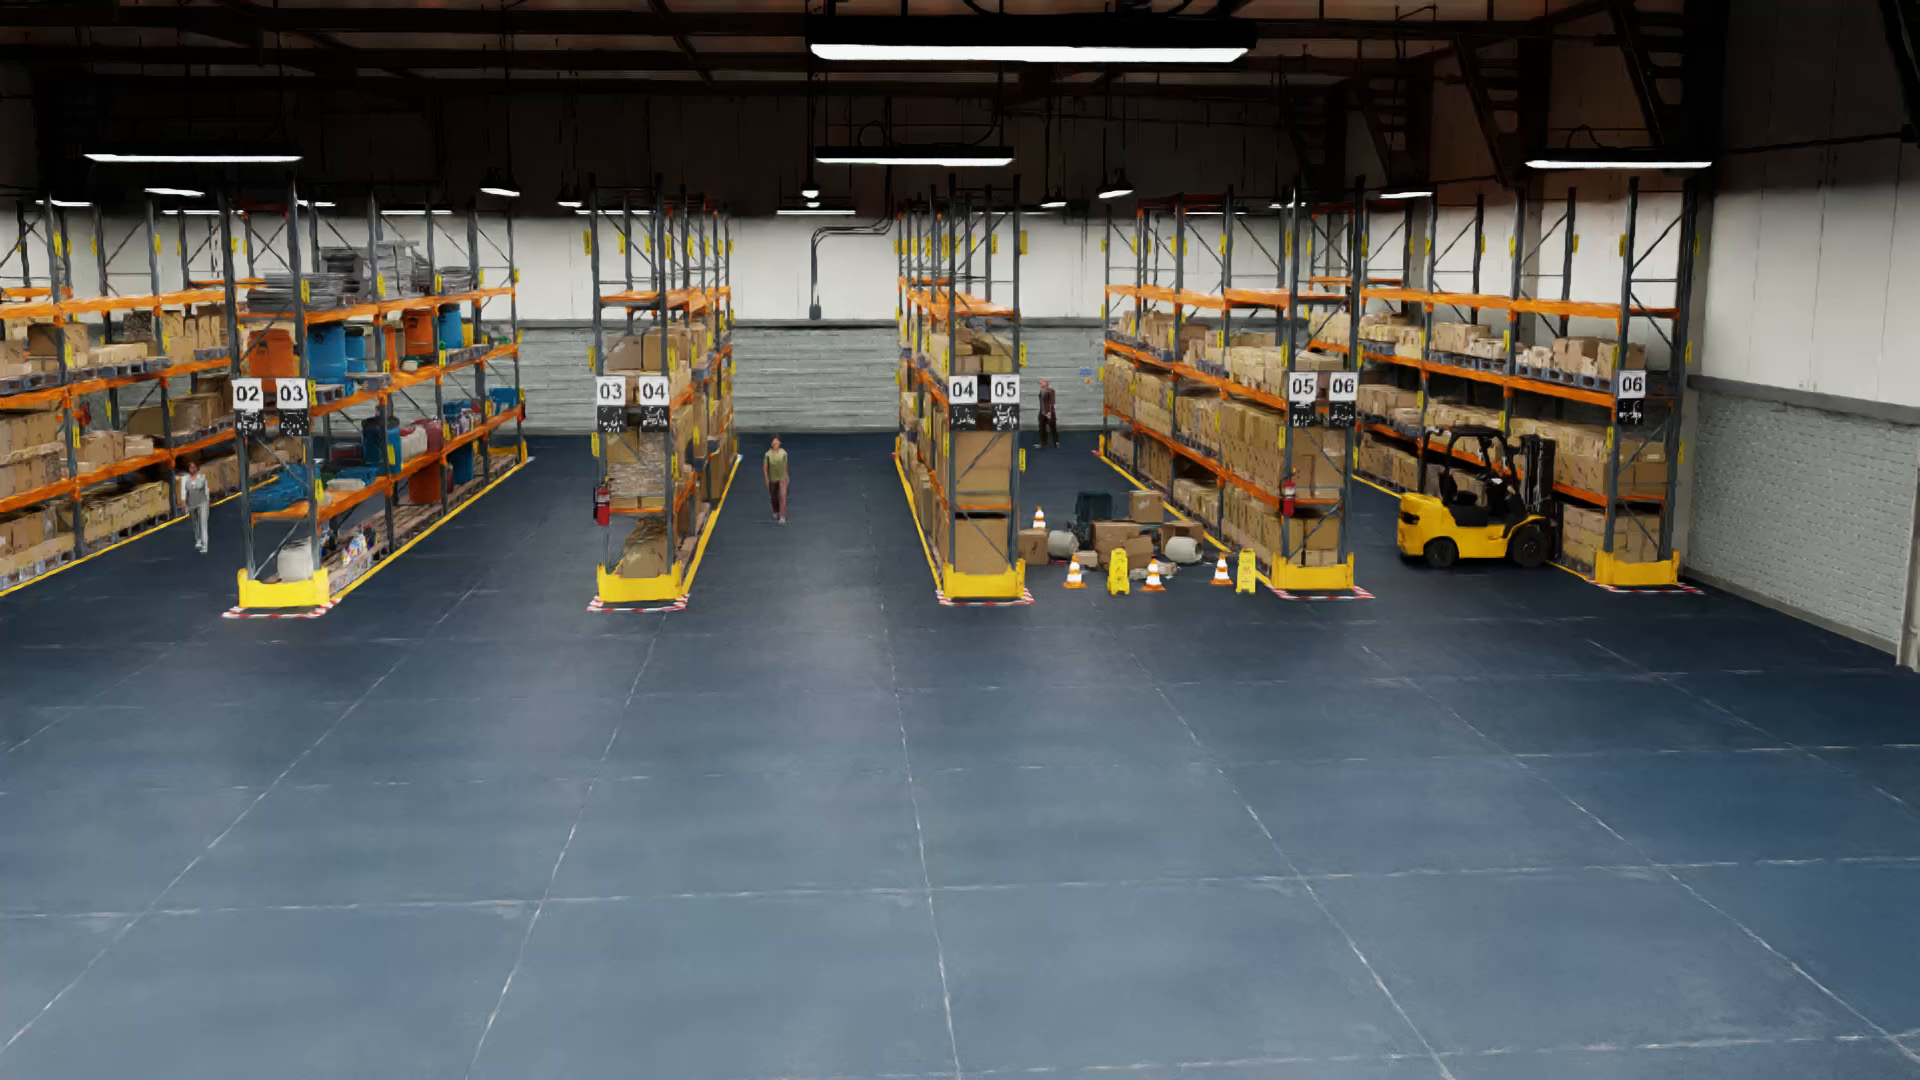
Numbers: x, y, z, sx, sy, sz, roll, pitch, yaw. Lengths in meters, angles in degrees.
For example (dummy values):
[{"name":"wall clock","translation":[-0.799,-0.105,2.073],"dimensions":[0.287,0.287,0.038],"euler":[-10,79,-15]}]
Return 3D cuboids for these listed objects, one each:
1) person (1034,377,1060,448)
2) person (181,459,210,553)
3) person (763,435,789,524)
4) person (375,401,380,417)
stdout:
[{"name":"person","translation":[2.212,-3.194,41.722],"dimensions":[0.676,1.771,0.617],"euler":[-8,13,-39]},{"name":"person","translation":[-12.616,-0.563,27.474],"dimensions":[0.411,1.506,0.956],"euler":[-2,10,-13]},{"name":"person","translation":[-3.370,-1.134,30.451],"dimensions":[0.448,1.590,1.109],"euler":[0,10,-2]},{"name":"person","translation":[-12.852,-2.299,37.036],"dimensions":[0.419,1.603,0.502],"euler":[-5,11,-25]}]
